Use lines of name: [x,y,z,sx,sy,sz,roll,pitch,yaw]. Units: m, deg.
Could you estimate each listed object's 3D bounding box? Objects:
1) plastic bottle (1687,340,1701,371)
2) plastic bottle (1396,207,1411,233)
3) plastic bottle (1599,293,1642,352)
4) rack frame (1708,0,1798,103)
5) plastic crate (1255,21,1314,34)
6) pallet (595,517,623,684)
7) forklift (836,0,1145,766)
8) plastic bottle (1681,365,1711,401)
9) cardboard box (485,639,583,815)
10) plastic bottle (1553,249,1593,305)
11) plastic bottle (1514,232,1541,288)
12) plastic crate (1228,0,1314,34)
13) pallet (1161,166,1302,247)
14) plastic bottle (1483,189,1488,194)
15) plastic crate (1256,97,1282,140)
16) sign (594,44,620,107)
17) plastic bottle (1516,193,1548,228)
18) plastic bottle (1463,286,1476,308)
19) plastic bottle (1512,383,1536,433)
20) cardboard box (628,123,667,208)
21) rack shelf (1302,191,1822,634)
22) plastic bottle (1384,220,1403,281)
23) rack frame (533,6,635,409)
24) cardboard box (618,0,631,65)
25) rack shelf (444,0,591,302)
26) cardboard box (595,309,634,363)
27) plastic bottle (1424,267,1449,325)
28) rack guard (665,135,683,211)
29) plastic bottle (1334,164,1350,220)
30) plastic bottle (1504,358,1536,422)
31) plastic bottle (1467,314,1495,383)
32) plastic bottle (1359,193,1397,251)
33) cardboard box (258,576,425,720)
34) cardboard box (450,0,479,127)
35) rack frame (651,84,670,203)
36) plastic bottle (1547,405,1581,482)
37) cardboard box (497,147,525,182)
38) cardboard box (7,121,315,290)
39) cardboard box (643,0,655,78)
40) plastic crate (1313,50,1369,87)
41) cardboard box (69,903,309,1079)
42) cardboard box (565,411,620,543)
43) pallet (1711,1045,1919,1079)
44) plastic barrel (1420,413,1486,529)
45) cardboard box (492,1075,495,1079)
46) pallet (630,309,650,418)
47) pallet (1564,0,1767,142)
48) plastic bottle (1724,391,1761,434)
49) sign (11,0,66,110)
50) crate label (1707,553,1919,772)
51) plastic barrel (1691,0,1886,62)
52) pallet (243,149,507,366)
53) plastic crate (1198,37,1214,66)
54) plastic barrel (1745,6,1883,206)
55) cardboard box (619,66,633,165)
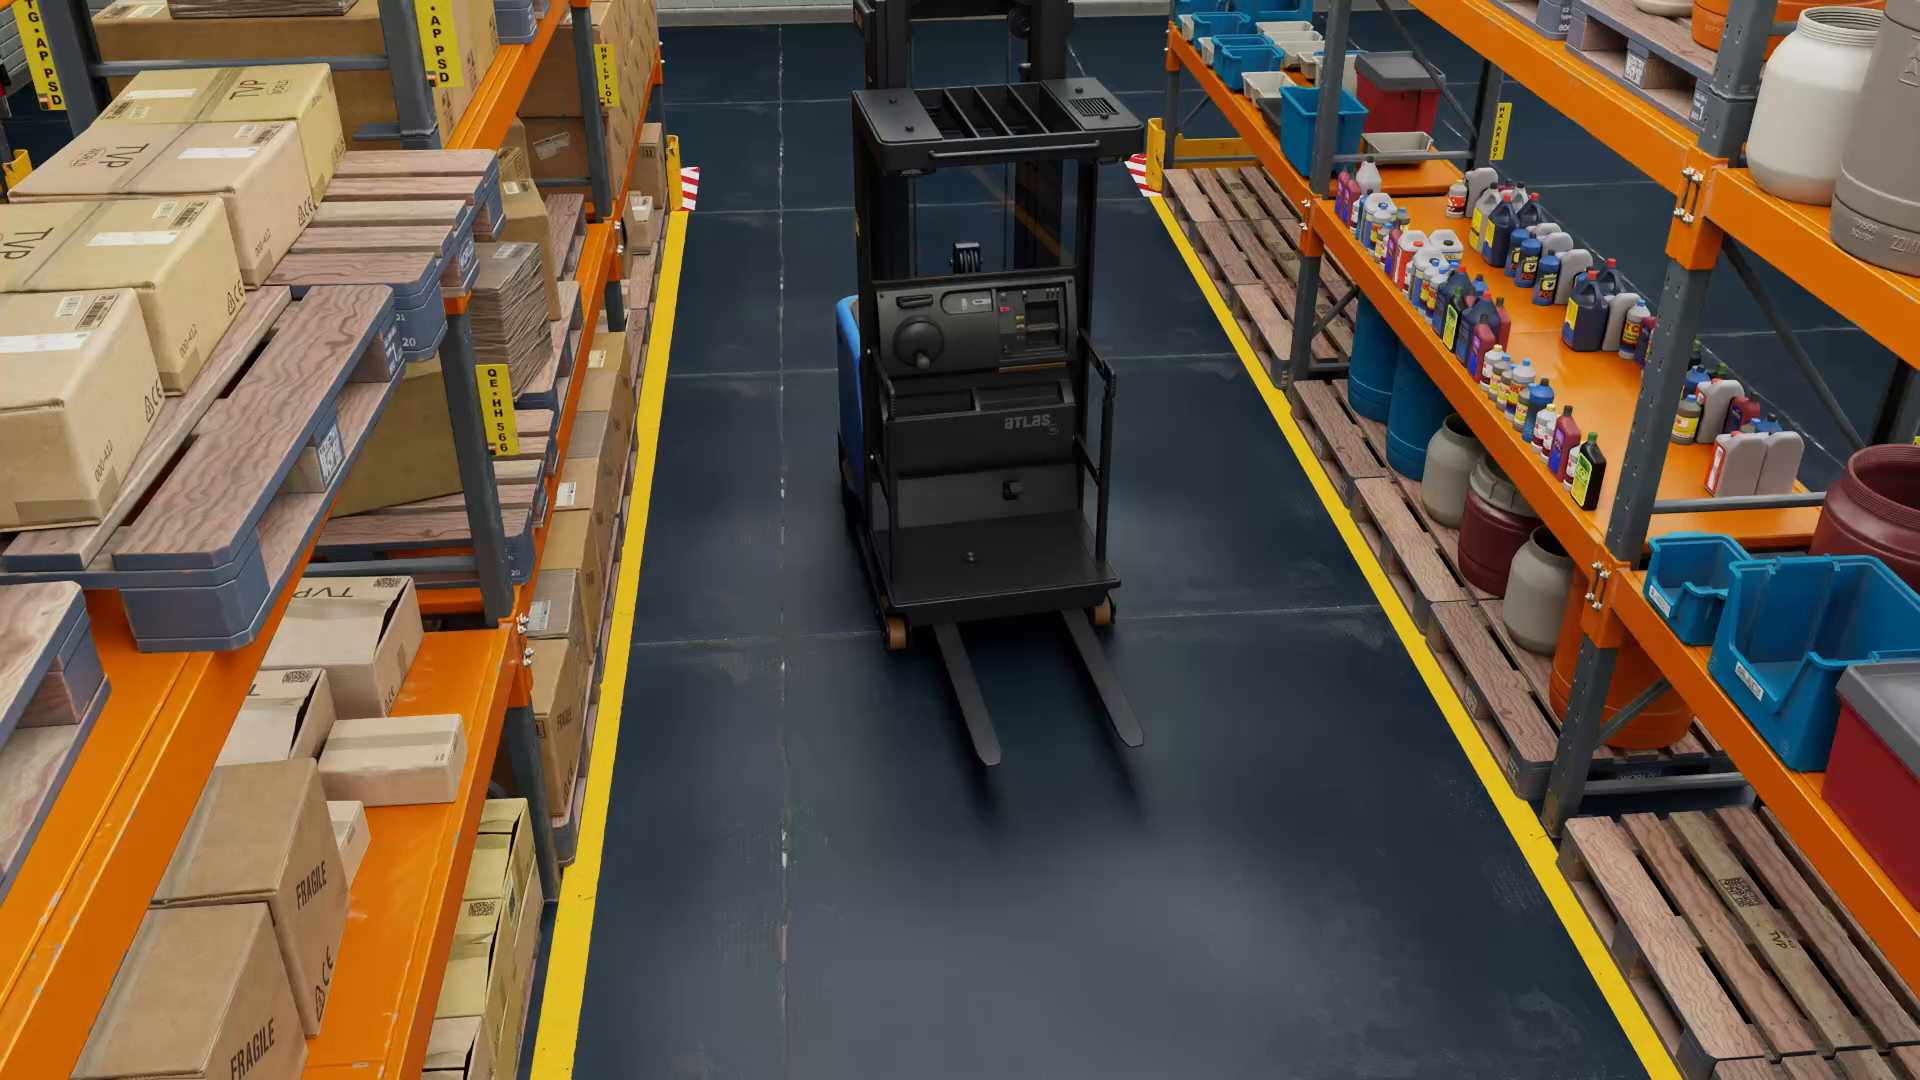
plastic bottle: [3.131,-0.741,7.179,0.061,0.283,0.133,-3,31,-5]
plastic bottle: [2.328,-1.661,8.799,0.097,0.201,0.097,0,31,0]
plastic bottle: [3.033,-1.021,7.655,0.152,0.276,0.135,-3,31,-5]
rack frame: [2.881,-2.705,4.504,1.000,3.000,0.127,-3,31,-5]
plastic crate: [2.390,-3.719,12.250,0.396,0.136,0.243,-3,31,-5]
pallet: [-2.194,0.298,8.045,1.003,0.211,1.213,-3,31,-5]
forklift: [0.127,-0.943,7.471,1.130,2.935,3.031,-6,31,-10]
plastic bottle: [3.075,-0.605,6.963,0.097,0.271,0.097,0,31,0]
cardboard box: [-1.809,0.744,6.588,0.500,0.500,0.500,-1,31,-2]
plastic bottle: [2.981,-1.302,8.125,0.152,0.276,0.135,-3,31,-5]
plastic bottle: [2.837,-1.403,8.299,0.097,0.271,0.097,0,31,0]
plastic crate: [2.351,-4.093,12.584,0.616,0.435,0.499,-3,31,-5]
pallet: [2.172,-2.594,12.887,1.003,0.211,1.213,-3,31,-5]
plastic bottle: [2.904,-1.843,9.104,0.097,0.201,0.097,0,31,0]
plastic crate: [2.135,-2.638,10.451,0.437,0.125,0.590,-3,31,-5]
sign: [-1.872,-2.462,8.818,0.100,0.325,0.005,-3,31,-5]
plastic bottle: [2.936,-1.603,8.556,0.144,0.351,0.185,-3,31,-5]
plastic bottle: [2.343,-1.015,7.637,0.061,0.283,0.133,-3,31,-5]
plastic bottle: [2.377,-0.557,6.951,0.097,0.201,0.097,0,31,0]
cardboard box: [-2.502,-2.829,12.569,0.500,0.500,0.500,-3,31,-5]
rack shelf: [2.694,-0.842,7.936,1.077,0.370,4.000,-3,31,-5]
plastic bottle: [2.200,-1.461,8.384,0.061,0.283,0.133,-3,31,-5]
rack frame: [-2.425,-1.937,9.067,1.000,3.000,0.127,-3,31,-5]
cardboard box: [-2.285,-3.189,10.091,0.500,0.500,0.500,-4,31,-6]
rack shelf: [-2.238,-1.894,6.773,1.077,0.370,4.000,-3,31,-5]
cardboard box: [-2.249,-1.196,10.020,0.500,0.311,0.500,-3,31,-5]
plastic bottle: [2.272,-1.161,7.894,0.097,0.271,0.097,0,31,0]
rack guard: [-2.791,-2.867,13.062,1.175,0.500,0.348,-3,31,-5]
plastic bottle: [2.117,-1.914,9.143,0.061,0.283,0.133,-3,31,-5]
plastic bottle: [2.368,-0.637,7.017,0.097,0.271,0.097,0,31,0]
plastic bottle: [2.312,-0.849,7.360,0.061,0.283,0.133,-3,31,-5]
plastic bottle: [2.205,-1.677,8.754,0.152,0.276,0.135,-3,31,-5]
cardboard box: [-2.061,0.332,5.356,0.500,0.311,0.500,-1,31,-1]
cardboard box: [-2.173,-1.706,5.659,0.910,0.500,0.500,-3,31,-5]
rack frame: [-2.798,-3.979,12.486,1.000,3.000,0.127,-3,31,-5]
plastic bottle: [2.397,-0.384,6.581,0.061,0.283,0.133,-3,31,-5]
cardboard box: [-2.476,-1.559,7.928,0.700,0.500,0.500,2,31,3]
cardboard box: [-1.886,-0.802,3.980,0.500,0.250,0.500,-2,31,-3]
cardboard box: [-2.434,-3.541,11.656,0.500,0.500,0.500,-2,31,-4]
plastic crate: [2.581,-3.132,11.173,0.416,0.233,0.300,-3,31,-5]
cardboard box: [-1.829,1.187,3.739,0.500,0.500,0.500,-3,31,-5]
cardboard box: [-2.009,-0.305,8.344,0.500,0.500,0.500,-2,31,-4]
pallet: [3.026,2.086,5.051,1.003,0.211,1.213,-3,31,-5]
plastic barrel: [2.571,-0.351,8.430,0.421,0.512,0.421,0,31,0]
cardboard box: [-1.663,1.883,4.945,0.500,0.250,0.500,-2,31,-3]
pallet: [-2.488,-1.090,10.369,1.003,0.211,1.213,-3,31,-5]
pallet: [2.907,-1.732,5.983,1.003,0.211,1.213,-3,31,-5]
plastic bottle: [3.177,-0.486,6.752,0.061,0.283,0.133,-3,31,-5]
sign: [-2.591,-1.379,4.704,0.100,0.325,0.005,-3,31,-5]
crate label: [2.705,0.375,5.162,0.502,0.435,0.616,-3,31,-5]
plastic barrel: [2.831,-2.072,5.540,0.600,0.830,0.708,-3,31,-5]
pallet: [-1.899,-0.759,4.354,1.213,0.211,1.003,-1,31,-2]
plastic crate: [1.840,-3.471,11.834,0.250,0.136,0.298,-3,31,-5]
plastic barrel: [2.605,-1.292,4.954,0.421,0.512,0.421,0,31,0]
cardboard box: [-2.252,-2.514,9.936,0.500,0.500,0.500,-2,31,-4]
